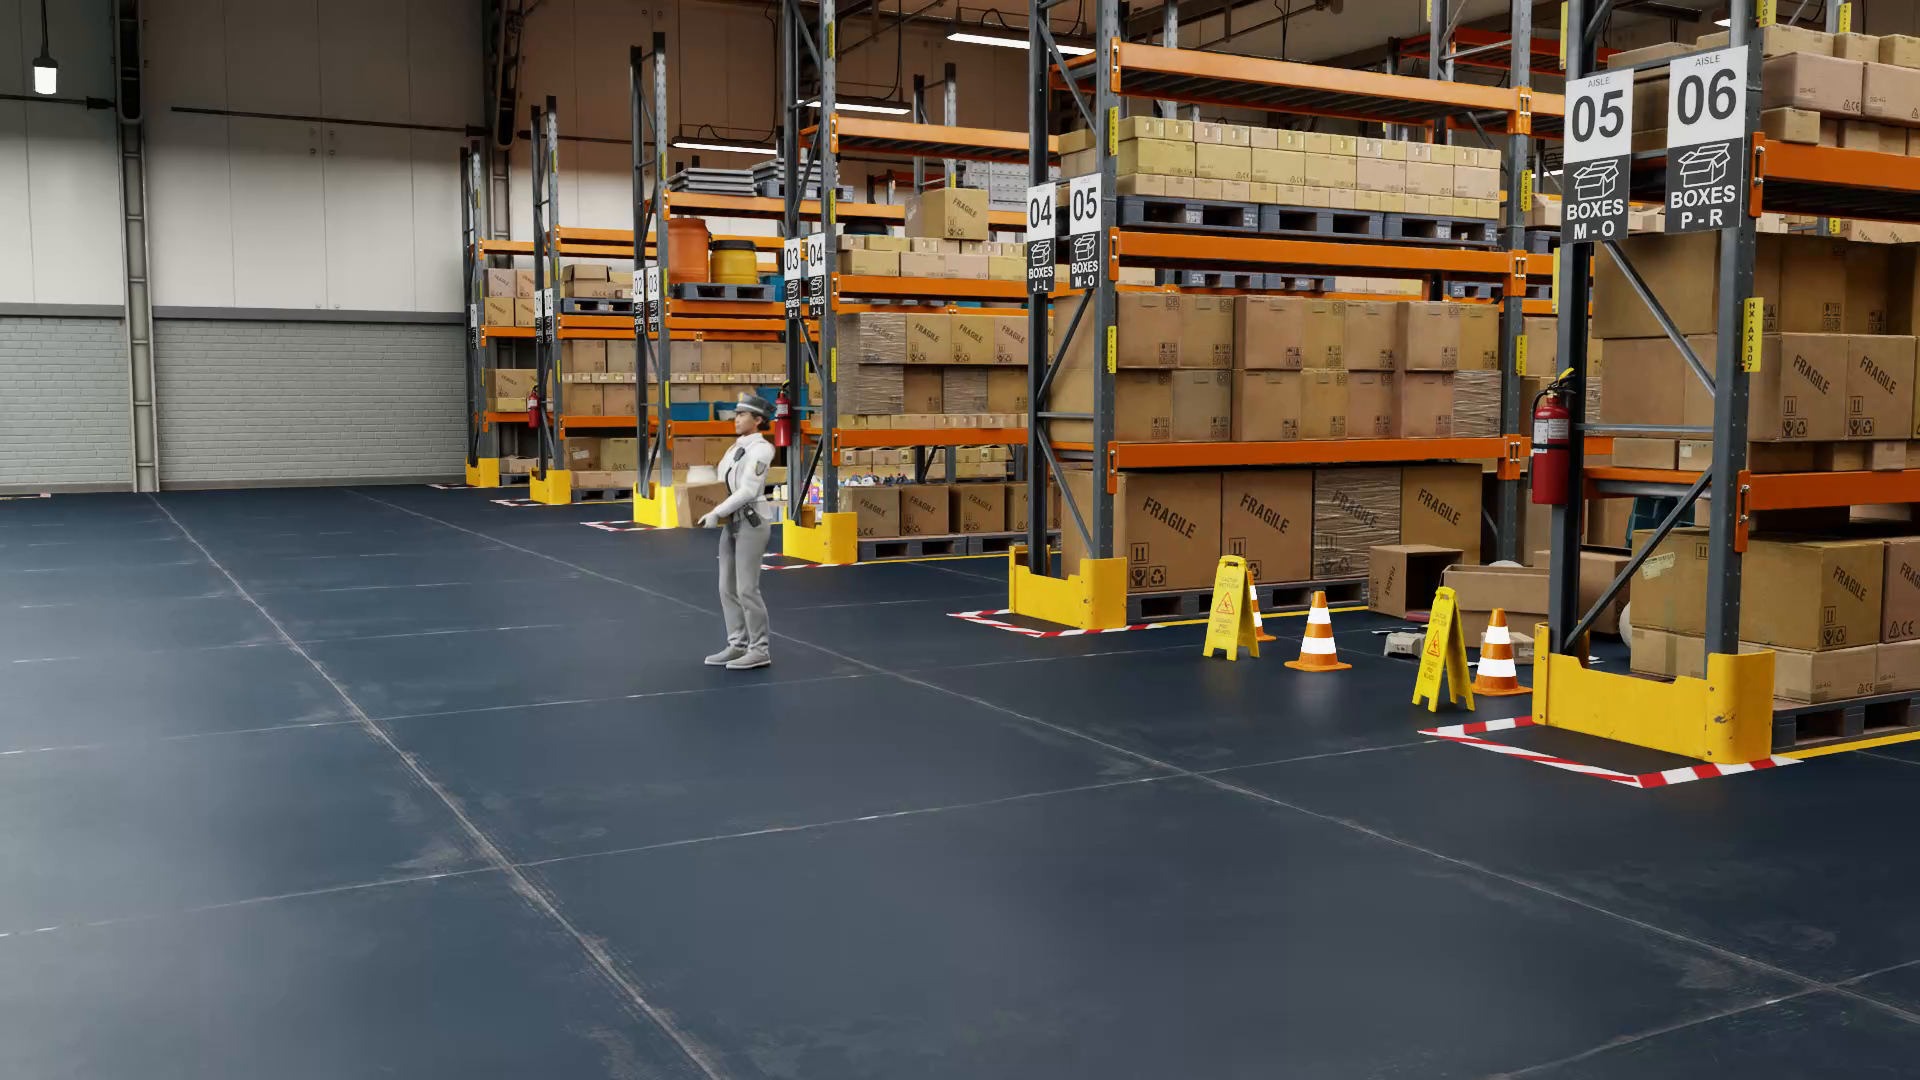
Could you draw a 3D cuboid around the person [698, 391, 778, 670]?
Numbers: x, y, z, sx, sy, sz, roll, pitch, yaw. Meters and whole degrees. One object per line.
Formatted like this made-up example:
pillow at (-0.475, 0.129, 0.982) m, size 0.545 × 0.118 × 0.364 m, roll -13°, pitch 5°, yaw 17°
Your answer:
person at (-1.385, -0.064, 10.167) m, size 0.546 × 1.687 × 0.459 m, roll -3°, pitch 6°, yaw -28°
